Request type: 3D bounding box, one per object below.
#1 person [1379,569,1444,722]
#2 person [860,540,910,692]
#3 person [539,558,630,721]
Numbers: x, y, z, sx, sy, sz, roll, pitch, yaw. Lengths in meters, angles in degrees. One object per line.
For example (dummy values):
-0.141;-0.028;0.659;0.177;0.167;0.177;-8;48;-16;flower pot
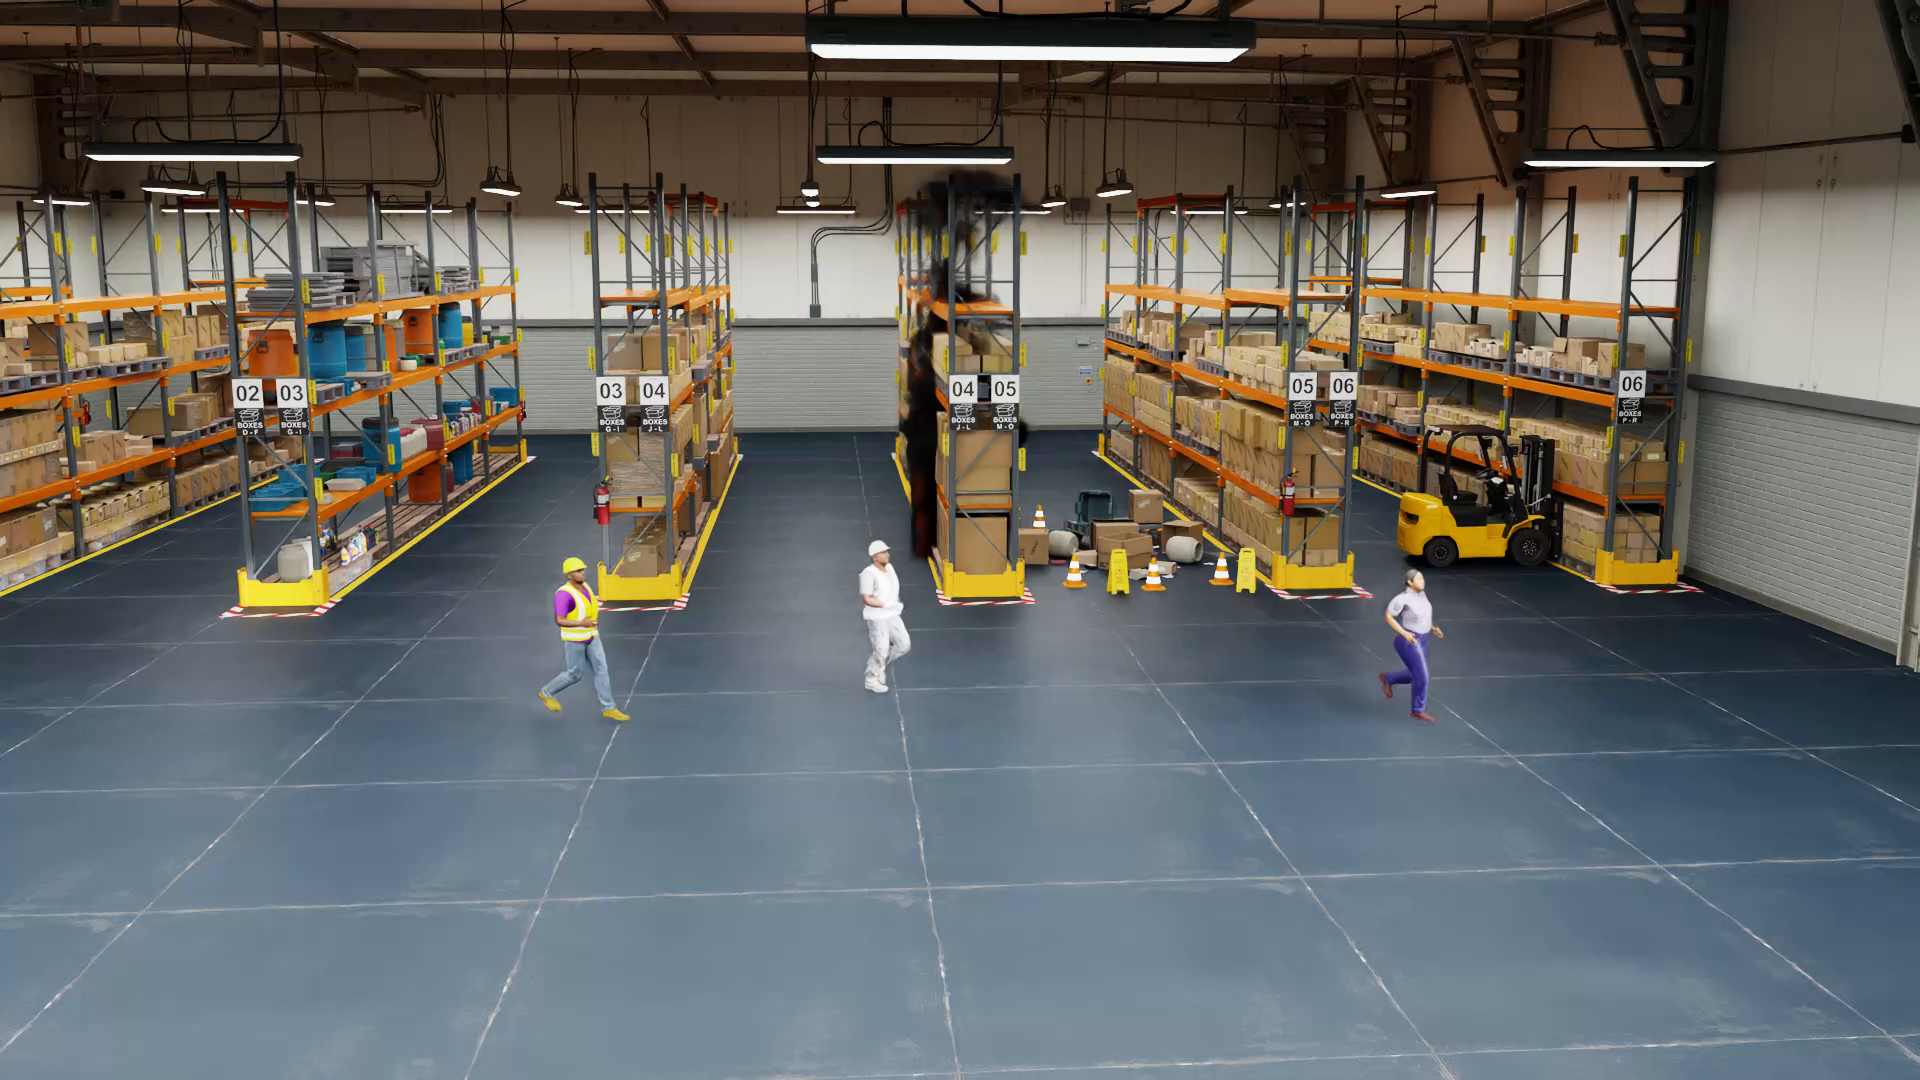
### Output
4.821;1.111;17.860;0.724;1.631;0.607;9;14;42;person
-0.837;0.867;18.747;0.596;1.739;0.673;6;12;32;person
-4.010;1.044;17.655;1.031;1.744;0.714;4;11;22;person
